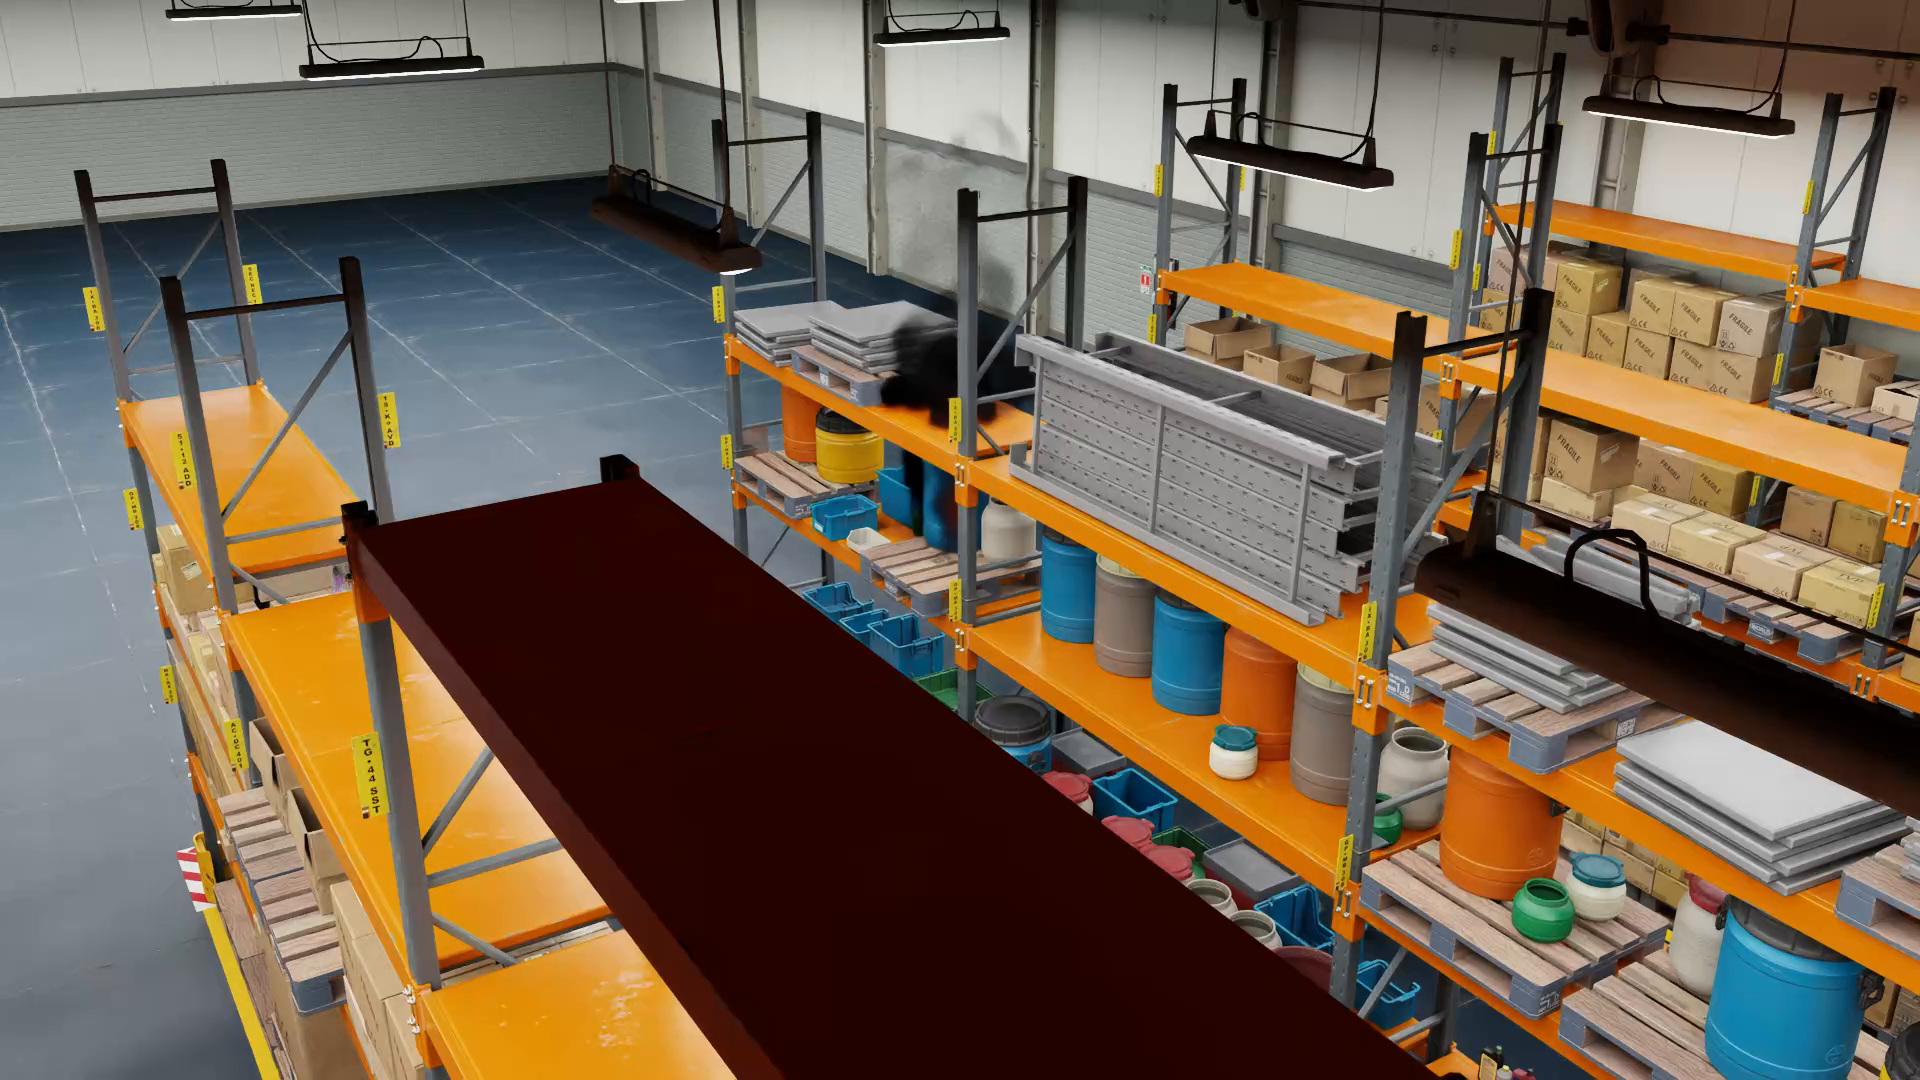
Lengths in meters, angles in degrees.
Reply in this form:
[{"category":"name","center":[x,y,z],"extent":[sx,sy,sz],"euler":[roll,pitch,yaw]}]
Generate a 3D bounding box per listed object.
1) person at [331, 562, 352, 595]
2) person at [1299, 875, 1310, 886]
[{"category":"person","center":[-6.520,0.643,17.734],"extent":[0.549,1.560,0.537],"euler":[-1,22,-4]},{"category":"person","center":[3.003,2.309,13.350],"extent":[0.839,1.739,0.604],"euler":[20,29,41]}]
